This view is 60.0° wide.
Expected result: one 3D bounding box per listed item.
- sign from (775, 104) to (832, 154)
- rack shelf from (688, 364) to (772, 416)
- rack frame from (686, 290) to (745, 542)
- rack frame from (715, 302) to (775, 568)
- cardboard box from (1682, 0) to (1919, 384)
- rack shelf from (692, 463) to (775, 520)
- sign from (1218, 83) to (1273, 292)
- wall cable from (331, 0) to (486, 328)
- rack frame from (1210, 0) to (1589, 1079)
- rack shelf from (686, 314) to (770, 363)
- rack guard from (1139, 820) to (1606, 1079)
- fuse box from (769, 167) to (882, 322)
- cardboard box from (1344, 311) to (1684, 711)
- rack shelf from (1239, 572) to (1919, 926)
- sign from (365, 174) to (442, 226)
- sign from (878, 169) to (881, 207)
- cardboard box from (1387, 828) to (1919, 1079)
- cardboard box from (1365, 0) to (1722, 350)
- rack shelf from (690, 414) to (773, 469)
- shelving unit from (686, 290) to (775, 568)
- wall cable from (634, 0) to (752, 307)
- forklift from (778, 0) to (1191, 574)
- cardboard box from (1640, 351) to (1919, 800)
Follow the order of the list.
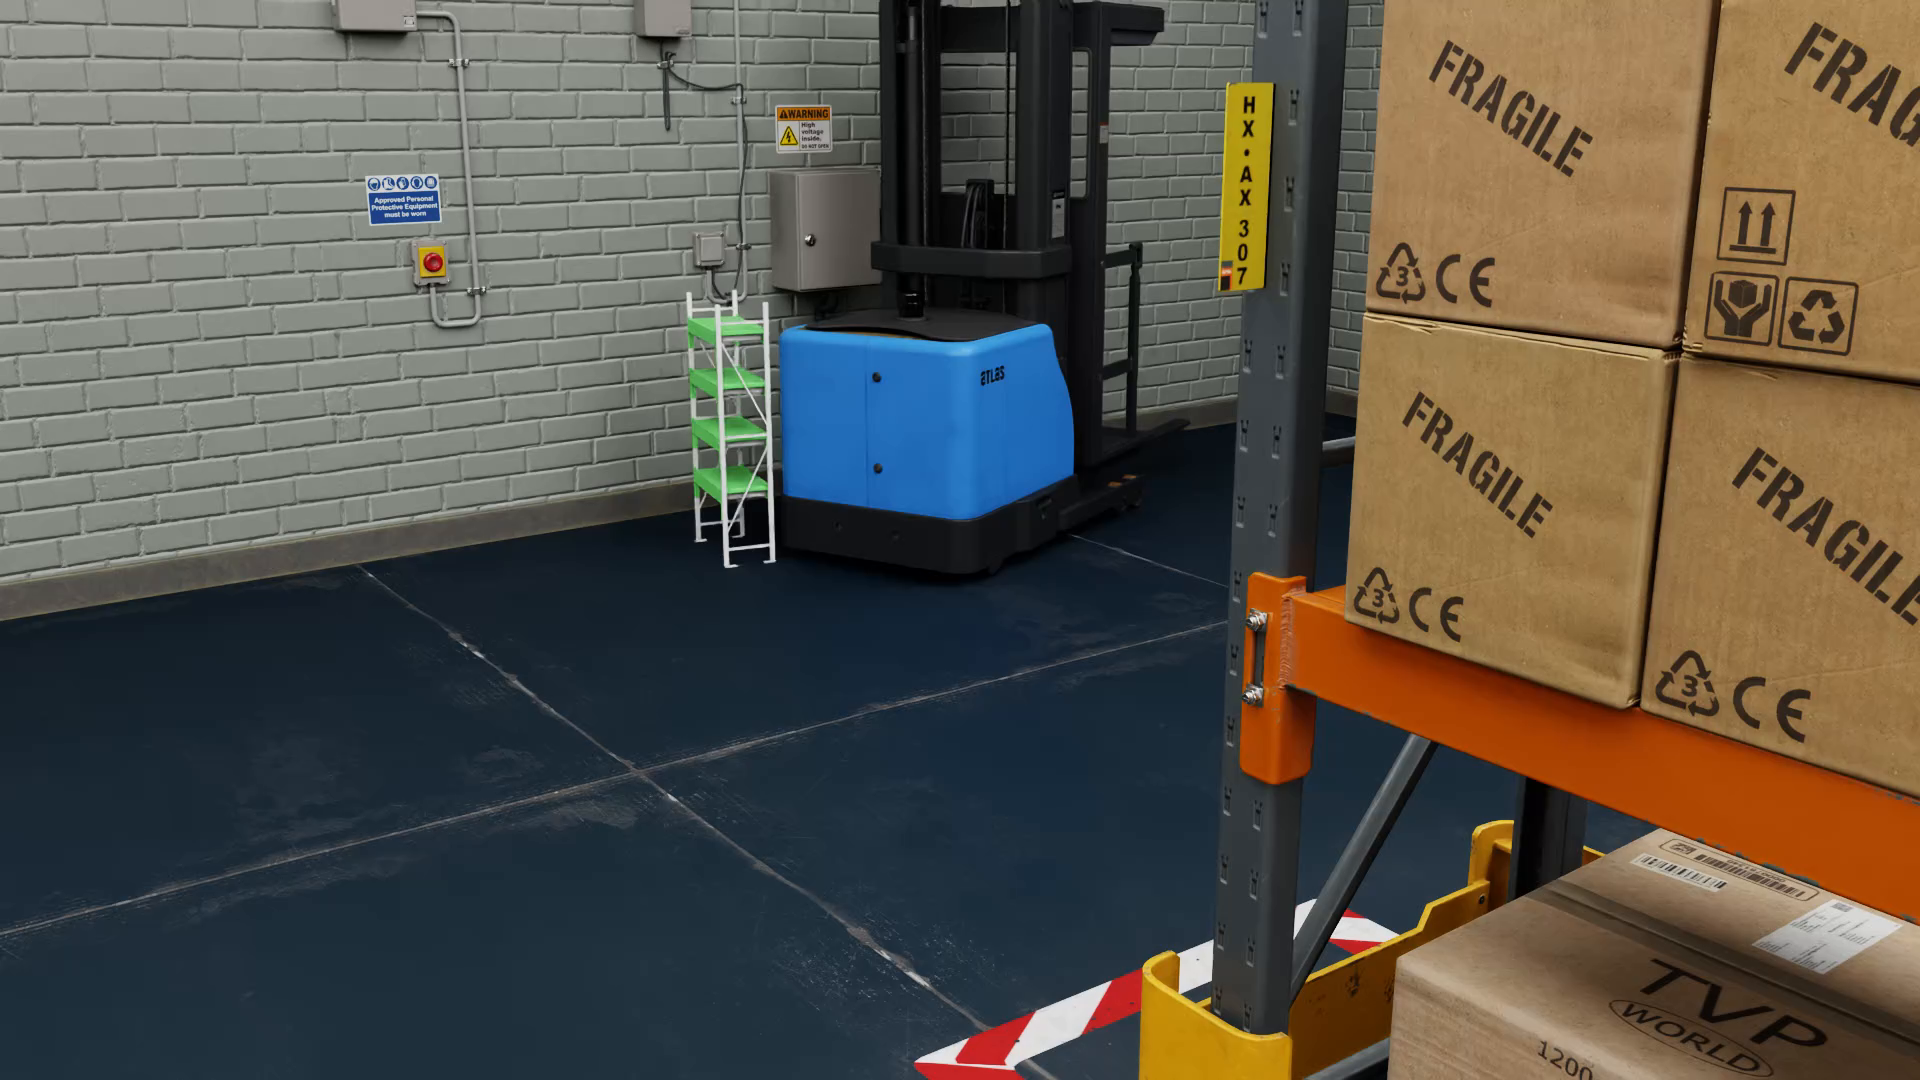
[{"bbox_3d":[-0.805,-2.123,8.588,0.339,0.242,0.001,-11,19,-35],"label":"sign"},{"bbox_3d":[-1.064,-0.694,7.669,0.258,0.148,0.480,-6,17,-23],"label":"rack shelf"},{"bbox_3d":[-1.162,-0.584,7.931,0.240,1.200,0.015,-6,17,-23],"label":"rack frame"},{"bbox_3d":[-0.967,-0.465,7.501,0.240,1.200,0.015,-6,17,-23],"label":"rack frame"},{"bbox_3d":[1.272,-0.469,2.023,0.500,0.500,0.500,-11,19,-36],"label":"cardboard box"},{"bbox_3d":[-1.065,-0.231,7.797,0.258,0.148,0.480,-6,17,-23],"label":"rack shelf"},{"bbox_3d":[0.458,-0.565,2.669,0.100,0.325,0.005,-11,19,-35],"label":"sign"},{"bbox_3d":[-2.424,-1.900,7.351,0.585,1.953,0.123,-11,19,-35],"label":"wall cable"},{"bbox_3d":[0.911,-0.194,3.103,1.000,3.000,0.127,-11,19,-35],"label":"rack frame"},{"bbox_3d":[-1.063,-0.926,7.606,0.258,0.148,0.480,-6,17,-23],"label":"rack shelf"},{"bbox_3d":[0.897,1.006,3.452,1.175,0.500,0.348,-11,19,-35],"label":"rack guard"},{"bbox_3d":[-0.639,-1.068,8.737,0.539,1.711,0.414,-11,19,-35],"label":"fuse box"},{"bbox_3d":[0.961,-0.095,2.553,0.500,0.500,0.500,-11,19,-35],"label":"cardboard box"},{"bbox_3d":[2.087,0.580,1.638,1.077,0.370,4.000,-11,19,-35],"label":"rack shelf"},{"bbox_3d":[-2.499,-1.531,7.474,0.327,0.218,0.001,-11,19,-35],"label":"sign"},{"bbox_3d":[-0.361,-1.765,9.021,0.329,0.494,0.001,-11,19,-35],"label":"sign"},{"bbox_3d":[1.380,0.964,2.928,0.875,0.438,0.875,-12,19,-36],"label":"cardboard box"},{"bbox_3d":[0.963,-0.578,2.422,0.500,0.500,0.500,-11,19,-36],"label":"cardboard box"},{"bbox_3d":[-1.065,-0.463,7.733,0.258,0.148,0.480,-6,17,-23],"label":"rack shelf"},{"bbox_3d":[-1.064,-0.524,7.716,0.258,1.200,0.503,-6,17,-23],"label":"shelving unit"},{"bbox_3d":[-1.283,-2.107,8.169,0.588,1.984,0.122,-11,19,-35],"label":"wall cable"},{"bbox_3d":[0.328,-1.602,8.376,1.130,2.935,3.031,8,17,28],"label":"forklift"},{"bbox_3d":[1.281,0.008,2.174,0.500,0.500,0.500,-11,19,-35],"label":"cardboard box"}]
